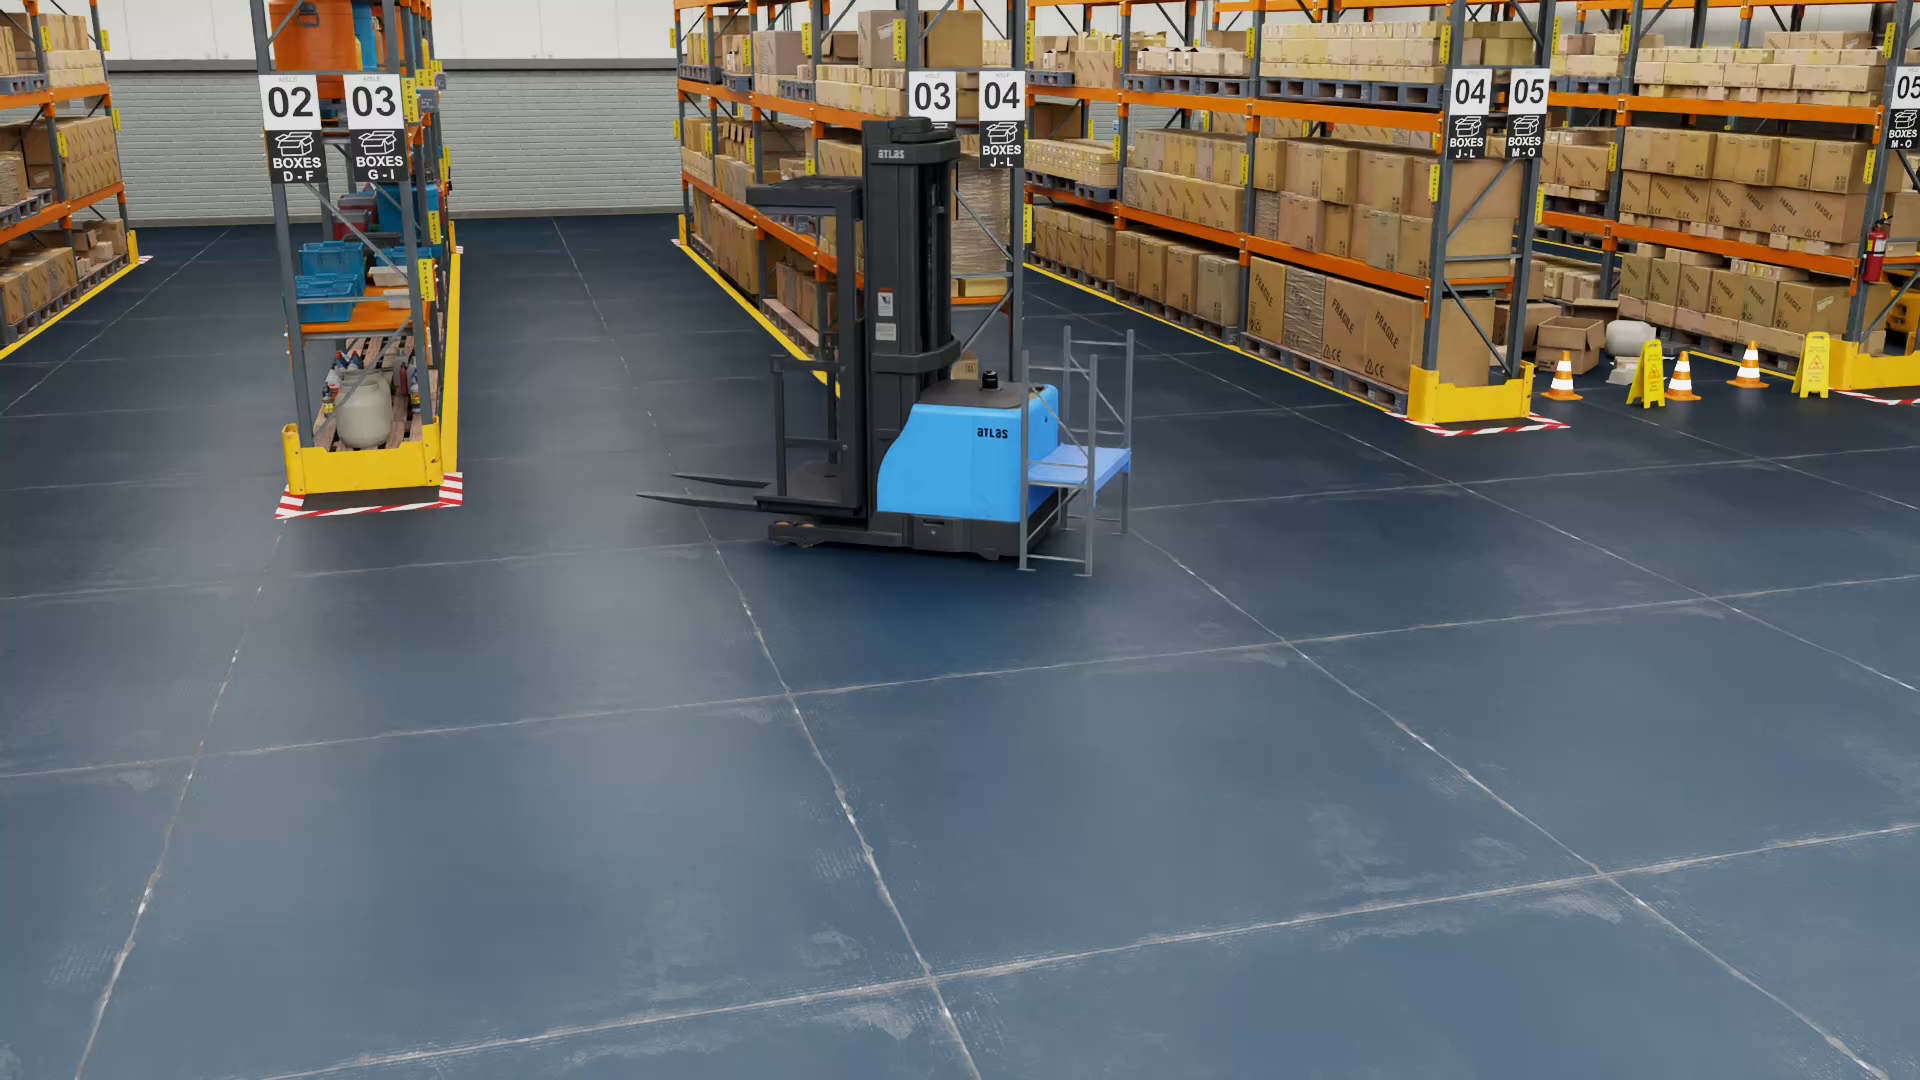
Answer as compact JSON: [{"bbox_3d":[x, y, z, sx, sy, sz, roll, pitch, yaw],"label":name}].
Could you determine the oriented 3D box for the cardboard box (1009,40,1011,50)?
[{"bbox_3d":[1.005,-7.937,26.644,0.380,0.149,0.250,-5,17,-15],"label":"cardboard box"}]

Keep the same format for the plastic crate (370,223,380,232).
[{"bbox_3d":[-6.566,-3.329,18.190,0.450,0.188,0.662,-5,17,-15],"label":"plastic crate"}]

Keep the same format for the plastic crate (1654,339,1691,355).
[{"bbox_3d":[8.118,-2.249,19.300,0.402,0.080,0.583,-12,20,-34],"label":"plastic crate"}]

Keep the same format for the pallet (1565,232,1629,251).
[{"bbox_3d":[11.307,-5.195,28.881,1.003,0.211,1.213,-5,17,-15],"label":"pallet"}]

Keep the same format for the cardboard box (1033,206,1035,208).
[{"bbox_3d":[1.179,-5.759,29.100,0.380,0.149,0.250,-4,17,-13],"label":"cardboard box"}]

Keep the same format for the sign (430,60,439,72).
[{"bbox_3d":[-7.485,-6.668,23.707,0.100,0.325,0.005,-5,17,-15],"label":"sign"}]

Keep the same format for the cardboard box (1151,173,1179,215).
[{"bbox_3d":[2.788,-4.456,21.398,0.500,0.500,0.500,-5,17,-15],"label":"cardboard box"}]

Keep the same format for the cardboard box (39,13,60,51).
[{"bbox_3d":[-12.950,-7.038,23.042,0.700,0.500,0.500,-5,17,-15],"label":"cardboard box"}]

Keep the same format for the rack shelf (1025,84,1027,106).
[{"bbox_3d":[0.995,-7.585,28.026,1.077,0.370,4.000,-5,17,-15],"label":"rack shelf"}]

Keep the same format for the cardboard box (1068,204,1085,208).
[{"bbox_3d":[1.992,-5.117,26.085,0.500,0.250,0.500,-5,17,-17],"label":"cardboard box"}]

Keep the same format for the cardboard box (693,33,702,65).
[{"bbox_3d":[-3.930,-7.972,26.985,0.700,0.500,0.500,-6,18,-19],"label":"cardboard box"}]

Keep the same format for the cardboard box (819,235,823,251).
[{"bbox_3d":[-1.284,-3.159,17.692,0.380,0.149,0.250,-5,17,-15],"label":"cardboard box"}]

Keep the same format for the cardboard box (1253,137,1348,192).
[{"bbox_3d":[3.811,-4.211,18.620,0.875,0.550,0.550,-5,17,-15],"label":"cardboard box"}]

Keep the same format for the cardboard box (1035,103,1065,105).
[{"bbox_3d":[1.498,-6.895,27.265,0.500,0.500,0.500,-5,18,-17],"label":"cardboard box"}]

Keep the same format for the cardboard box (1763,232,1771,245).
[{"bbox_3d":[9.004,-3.291,18.130,0.380,0.149,0.250,-4,17,-14],"label":"cardboard box"}]

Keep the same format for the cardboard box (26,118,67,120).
[{"bbox_3d":[-13.858,-6.139,25.264,0.500,0.500,0.500,-5,17,-15],"label":"cardboard box"}]

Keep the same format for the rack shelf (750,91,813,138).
[{"bbox_3d":[-1.603,-5.008,19.447,1.077,0.370,4.000,-5,17,-15],"label":"rack shelf"}]

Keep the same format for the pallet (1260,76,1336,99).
[{"bbox_3d":[3.958,-4.894,17.971,1.003,0.211,1.213,-5,17,-15],"label":"pallet"}]

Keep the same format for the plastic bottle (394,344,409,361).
[{"bbox_3d":[-5.501,-1.747,16.393,0.144,0.351,0.185,-5,17,-15],"label":"plastic bottle"}]

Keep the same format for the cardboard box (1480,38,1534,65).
[{"bbox_3d":[4.956,-4.531,15.447,0.500,0.250,0.500,-5,17,-15],"label":"cardboard box"}]

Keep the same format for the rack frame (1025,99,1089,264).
[{"bbox_3d":[1.544,-5.940,26.513,1.000,3.000,0.127,-5,17,-15],"label":"rack frame"}]

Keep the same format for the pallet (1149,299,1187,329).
[{"bbox_3d":[3.120,-2.937,21.363,1.003,0.211,1.213,-5,17,-15],"label":"pallet"}]

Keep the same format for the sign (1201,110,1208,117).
[{"bbox_3d":[5.554,-9.598,37.254,0.339,0.242,0.001,-5,17,-15],"label":"sign"}]

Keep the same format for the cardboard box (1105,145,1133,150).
[{"bbox_3d":[2.340,-5.706,24.406,0.380,0.149,0.250,-4,17,-14],"label":"cardboard box"}]

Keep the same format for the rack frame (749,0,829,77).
[{"bbox_3d":[-2.153,-7.343,20.754,1.000,3.000,0.127,-5,17,-15],"label":"rack frame"}]

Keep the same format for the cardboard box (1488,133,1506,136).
[{"bbox_3d":[7.768,-5.541,23.762,0.500,0.500,0.500,-5,17,-17],"label":"cardboard box"}]

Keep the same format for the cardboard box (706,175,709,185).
[{"bbox_3d":[-3.722,-5.585,25.768,0.380,0.149,0.250,-4,17,-14],"label":"cardboard box"}]

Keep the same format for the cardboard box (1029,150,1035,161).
[{"bbox_3d":[1.284,-5.946,25.724,0.380,0.149,0.250,-5,17,-16],"label":"cardboard box"}]

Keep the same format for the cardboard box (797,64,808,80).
[{"bbox_3d":[-1.665,-5.399,19.175,0.380,0.166,0.250,-5,17,-17],"label":"cardboard box"}]

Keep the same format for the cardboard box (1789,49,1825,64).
[{"bbox_3d":[8.995,-5.094,17.534,0.380,0.149,0.250,-5,17,-15],"label":"cardboard box"}]

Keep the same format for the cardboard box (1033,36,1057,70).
[{"bbox_3d":[1.543,-7.512,25.628,0.700,0.500,0.500,-5,17,-15],"label":"cardboard box"}]

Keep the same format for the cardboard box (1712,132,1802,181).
[{"bbox_3d":[8.849,-4.256,18.477,0.700,0.500,0.500,-5,17,-16],"label":"cardboard box"}]

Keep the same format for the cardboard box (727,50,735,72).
[{"bbox_3d":[-3.037,-6.860,23.787,0.500,0.311,0.500,-5,18,-17],"label":"cardboard box"}]

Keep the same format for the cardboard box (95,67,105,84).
[{"bbox_3d":[-13.483,-7.144,25.566,0.500,0.250,0.500,-5,17,-15],"label":"cardboard box"}]

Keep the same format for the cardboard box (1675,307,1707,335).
[{"bbox_3d":[8.683,-2.553,19.286,0.500,0.250,0.500,-5,17,-16],"label":"cardboard box"}]

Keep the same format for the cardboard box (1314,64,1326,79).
[{"bbox_3d":[3.868,-4.813,17.079,0.380,0.149,0.250,-5,17,-15],"label":"cardboard box"}]

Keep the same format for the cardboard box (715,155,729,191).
[{"bbox_3d":[-3.366,-5.477,24.797,0.500,0.500,0.500,-5,17,-15],"label":"cardboard box"}]

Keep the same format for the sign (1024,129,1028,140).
[{"bbox_3d":[1.025,-6.310,26.238,0.100,0.325,0.005,-5,17,-15],"label":"sign"}]

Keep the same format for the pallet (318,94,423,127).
[{"bbox_3d":[-4.850,-3.448,13.330,1.003,0.211,1.213,-5,17,-15],"label":"pallet"}]

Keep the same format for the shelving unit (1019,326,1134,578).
[{"bbox_3d":[0.811,-0.632,11.450,0.538,1.500,1.048,6,18,18],"label":"shelving unit"}]

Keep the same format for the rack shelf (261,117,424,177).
[{"bbox_3d":[-5.266,-3.510,14.460,1.077,0.370,4.000,-5,17,-15],"label":"rack shelf"}]

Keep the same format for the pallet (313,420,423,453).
[{"bbox_3d":[-5.001,-0.772,14.155,1.003,0.211,1.213,-5,17,-15],"label":"pallet"}]

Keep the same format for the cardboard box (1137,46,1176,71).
[{"bbox_3d":[2.631,-6.259,21.611,0.500,0.311,0.500,-5,17,-15],"label":"cardboard box"}]

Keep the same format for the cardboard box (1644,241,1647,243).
[{"bbox_3d":[11.550,-5.034,27.112,0.500,0.500,0.500,-4,17,-13],"label":"cardboard box"}]

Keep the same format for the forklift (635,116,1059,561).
[{"bbox_3d":[-0.857,-1.488,11.812,3.031,2.935,1.130,5,17,16],"label":"forklift"}]

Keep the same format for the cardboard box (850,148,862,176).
[{"bbox_3d":[-0.751,-3.474,15.873,0.500,0.500,0.500,-5,17,-15],"label":"cardboard box"}]

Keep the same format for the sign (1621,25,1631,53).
[{"bbox_3d":[7.942,-5.974,19.830,0.100,0.325,0.005,-5,17,-15],"label":"sign"}]

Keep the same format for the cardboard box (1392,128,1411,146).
[{"bbox_3d":[6.833,-6.043,24.945,0.500,0.500,0.500,-4,17,-14],"label":"cardboard box"}]

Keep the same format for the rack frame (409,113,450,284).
[{"bbox_3d":[-8.015,-5.184,23.997,1.000,3.000,0.127,-5,17,-15],"label":"rack frame"}]

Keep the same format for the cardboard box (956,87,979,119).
[{"bbox_3d":[0.162,-3.775,14.352,0.500,0.250,0.500,-4,17,-14],"label":"cardboard box"}]

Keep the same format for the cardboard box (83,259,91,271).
[{"bbox_3d":[-12.933,-4.019,24.278,0.380,0.166,0.250,-5,17,-15],"label":"cardboard box"}]

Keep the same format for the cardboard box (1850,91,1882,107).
[{"bbox_3d":[9.207,-4.433,16.718,0.380,0.149,0.250,-5,17,-15],"label":"cardboard box"}]

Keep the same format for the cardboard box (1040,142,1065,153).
[{"bbox_3d":[1.427,-5.943,25.197,0.380,0.149,0.250,-5,17,-16],"label":"cardboard box"}]

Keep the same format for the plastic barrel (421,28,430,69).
[{"bbox_3d":[-7.569,-6.676,22.691,0.600,0.588,0.600,0,17,0],"label":"plastic barrel"}]

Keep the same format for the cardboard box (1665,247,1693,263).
[{"bbox_3d":[8.497,-3.335,19.458,0.380,0.149,0.250,-4,17,-13],"label":"cardboard box"}]

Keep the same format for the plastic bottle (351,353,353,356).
[{"bbox_3d":[-5.933,-1.680,16.287,0.061,0.283,0.133,-5,17,-15],"label":"plastic bottle"}]
